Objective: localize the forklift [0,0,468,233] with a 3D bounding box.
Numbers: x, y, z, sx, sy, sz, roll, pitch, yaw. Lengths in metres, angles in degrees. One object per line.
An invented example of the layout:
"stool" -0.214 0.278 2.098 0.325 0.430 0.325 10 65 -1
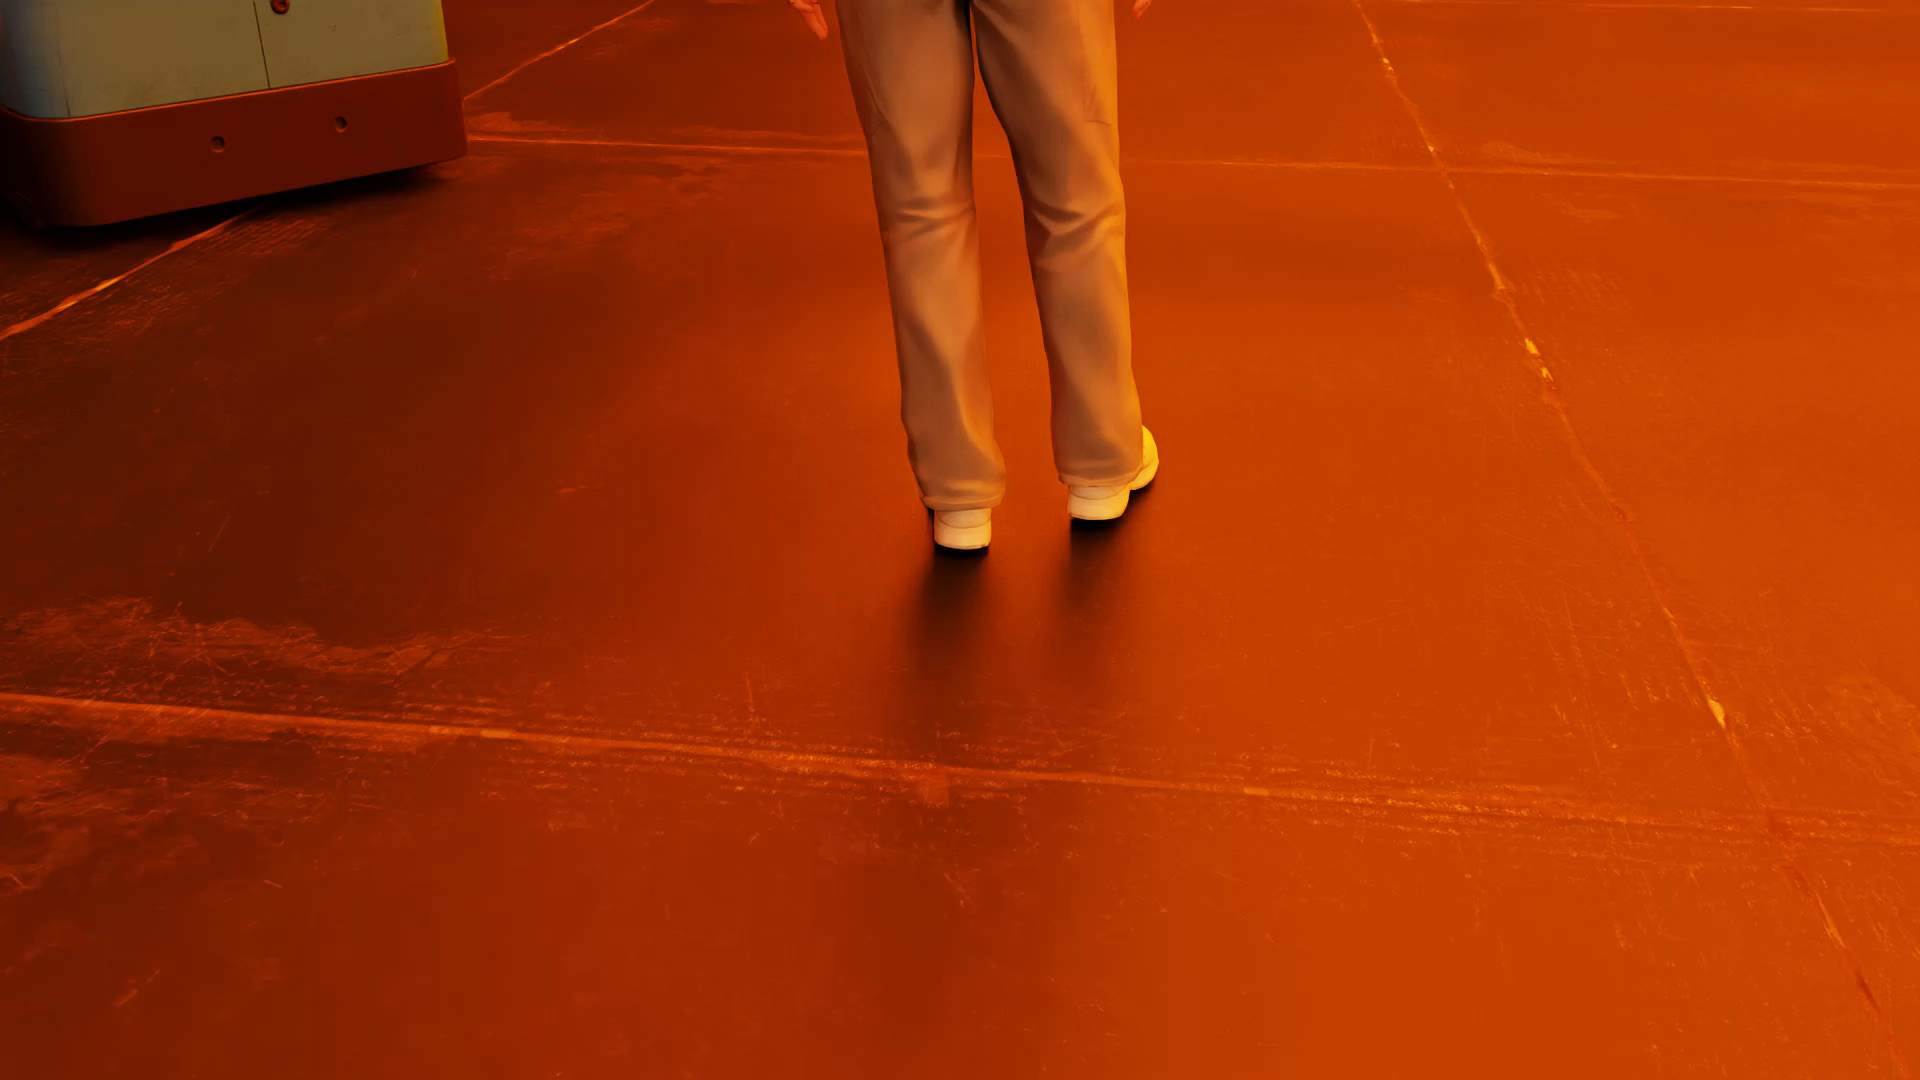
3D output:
"forklift" -2.689 -2.579 4.386 1.130 2.935 3.031 -24 35 -39

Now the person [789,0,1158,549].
"person" 0.023 -0.780 2.190 0.550 1.659 0.549 3 27 7
